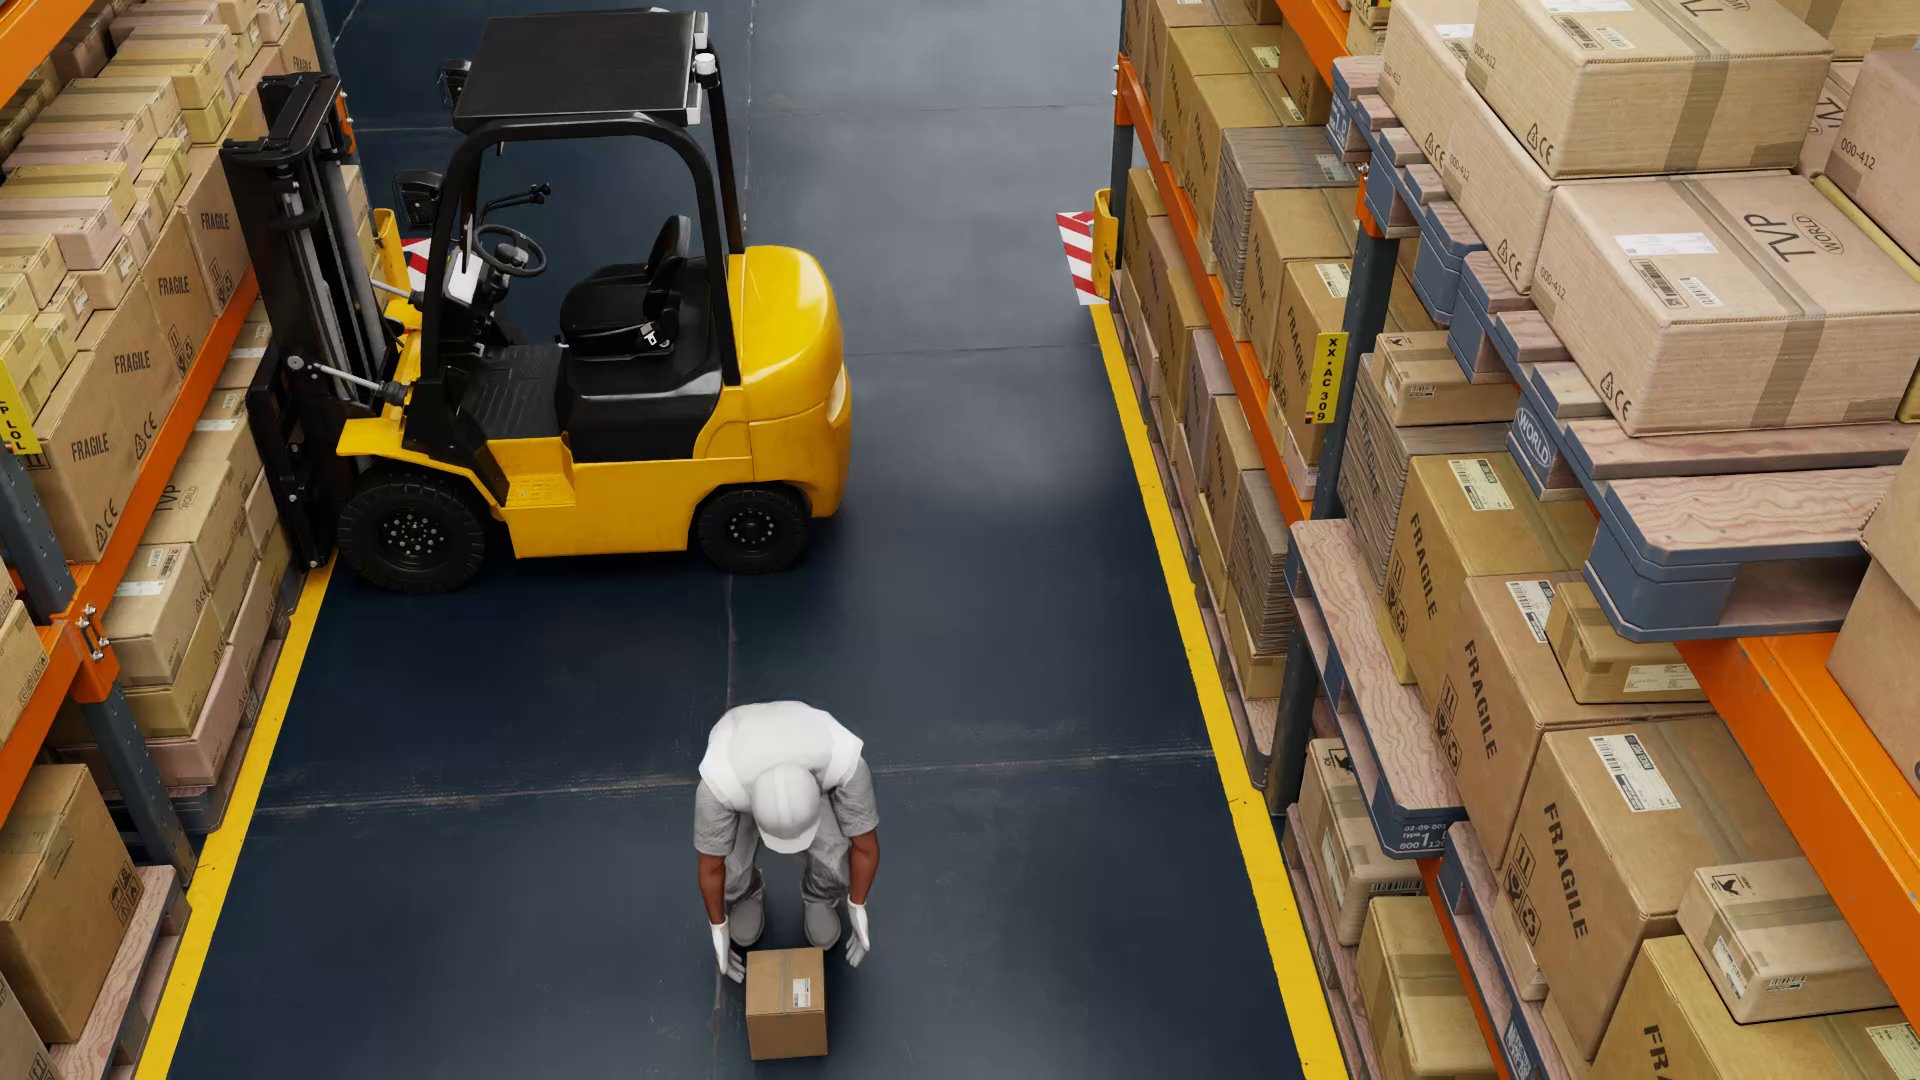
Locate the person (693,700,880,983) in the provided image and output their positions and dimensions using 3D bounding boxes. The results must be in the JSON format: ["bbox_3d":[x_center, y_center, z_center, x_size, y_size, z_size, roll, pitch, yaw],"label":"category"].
[{"bbox_3d":[-0.564,0.931,5.495,0.592,1.140,0.867,-3,39,-4],"label":"person"}]
